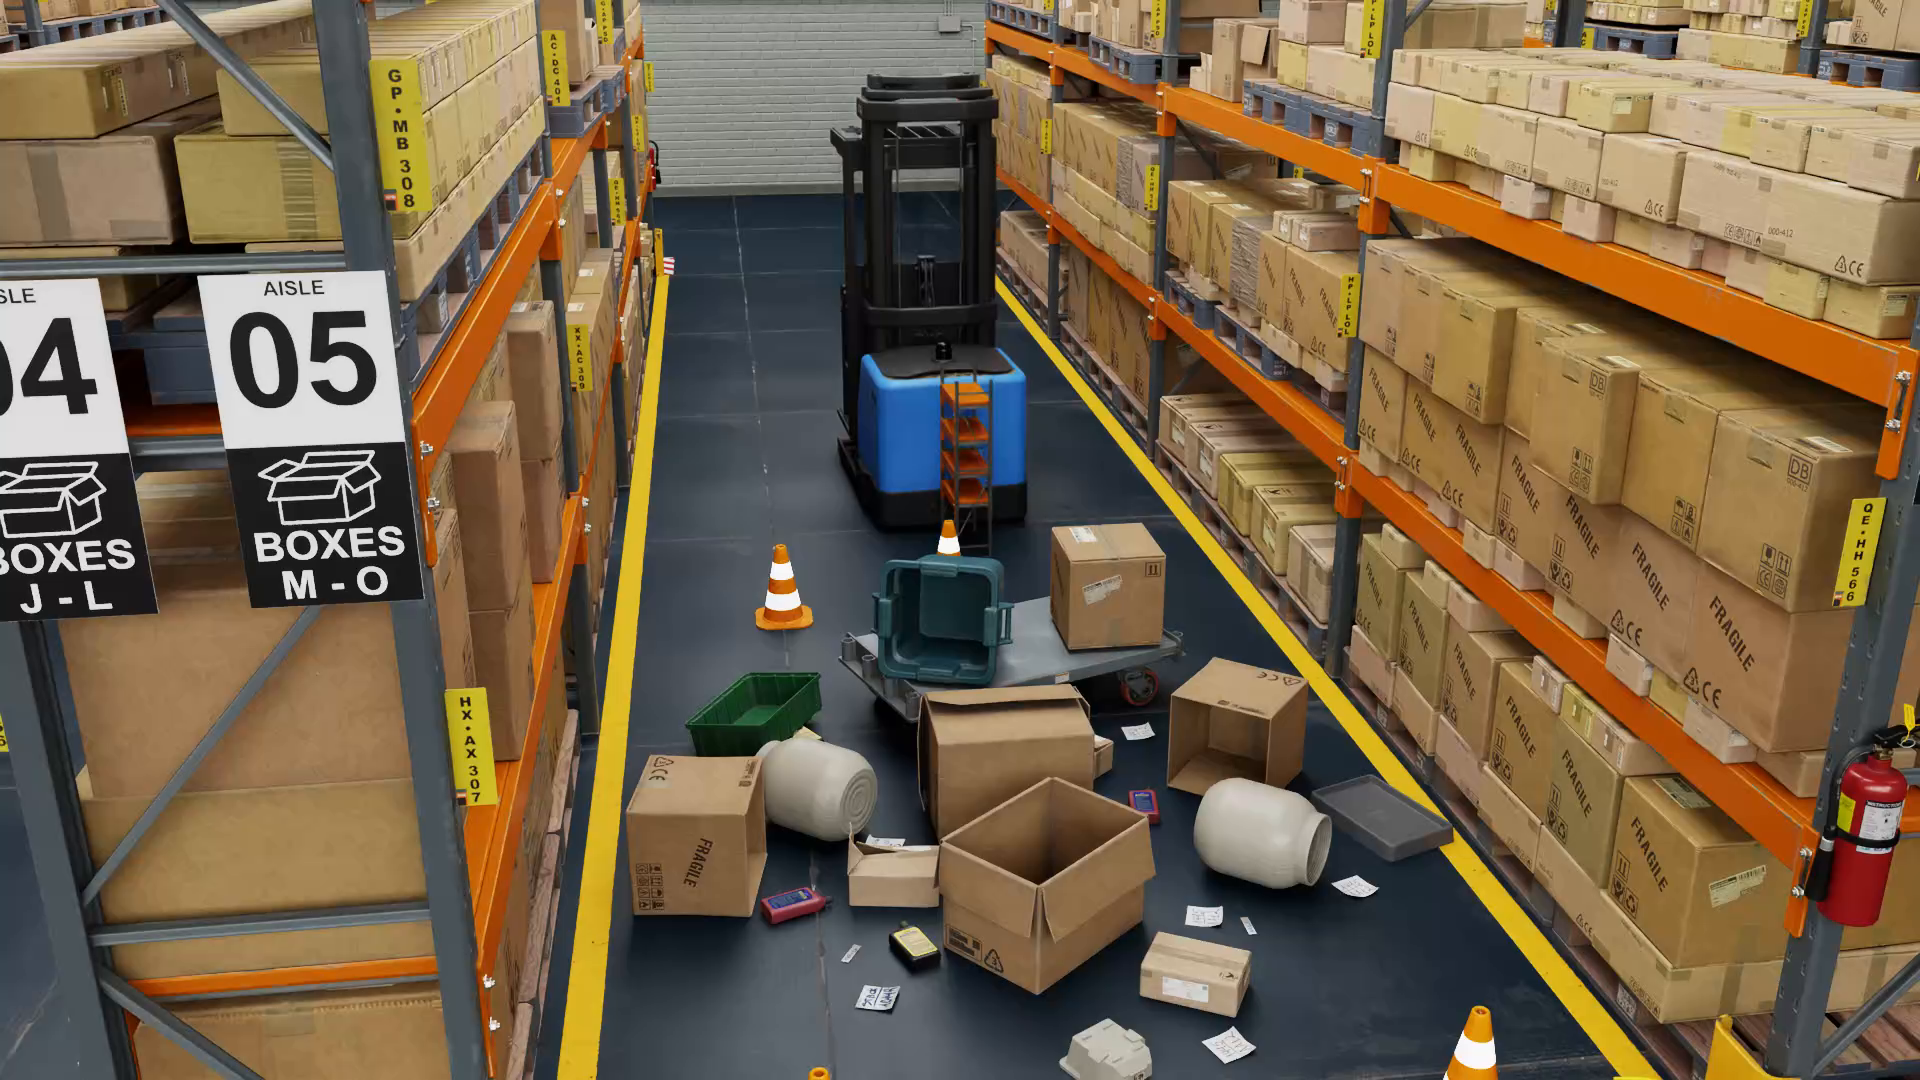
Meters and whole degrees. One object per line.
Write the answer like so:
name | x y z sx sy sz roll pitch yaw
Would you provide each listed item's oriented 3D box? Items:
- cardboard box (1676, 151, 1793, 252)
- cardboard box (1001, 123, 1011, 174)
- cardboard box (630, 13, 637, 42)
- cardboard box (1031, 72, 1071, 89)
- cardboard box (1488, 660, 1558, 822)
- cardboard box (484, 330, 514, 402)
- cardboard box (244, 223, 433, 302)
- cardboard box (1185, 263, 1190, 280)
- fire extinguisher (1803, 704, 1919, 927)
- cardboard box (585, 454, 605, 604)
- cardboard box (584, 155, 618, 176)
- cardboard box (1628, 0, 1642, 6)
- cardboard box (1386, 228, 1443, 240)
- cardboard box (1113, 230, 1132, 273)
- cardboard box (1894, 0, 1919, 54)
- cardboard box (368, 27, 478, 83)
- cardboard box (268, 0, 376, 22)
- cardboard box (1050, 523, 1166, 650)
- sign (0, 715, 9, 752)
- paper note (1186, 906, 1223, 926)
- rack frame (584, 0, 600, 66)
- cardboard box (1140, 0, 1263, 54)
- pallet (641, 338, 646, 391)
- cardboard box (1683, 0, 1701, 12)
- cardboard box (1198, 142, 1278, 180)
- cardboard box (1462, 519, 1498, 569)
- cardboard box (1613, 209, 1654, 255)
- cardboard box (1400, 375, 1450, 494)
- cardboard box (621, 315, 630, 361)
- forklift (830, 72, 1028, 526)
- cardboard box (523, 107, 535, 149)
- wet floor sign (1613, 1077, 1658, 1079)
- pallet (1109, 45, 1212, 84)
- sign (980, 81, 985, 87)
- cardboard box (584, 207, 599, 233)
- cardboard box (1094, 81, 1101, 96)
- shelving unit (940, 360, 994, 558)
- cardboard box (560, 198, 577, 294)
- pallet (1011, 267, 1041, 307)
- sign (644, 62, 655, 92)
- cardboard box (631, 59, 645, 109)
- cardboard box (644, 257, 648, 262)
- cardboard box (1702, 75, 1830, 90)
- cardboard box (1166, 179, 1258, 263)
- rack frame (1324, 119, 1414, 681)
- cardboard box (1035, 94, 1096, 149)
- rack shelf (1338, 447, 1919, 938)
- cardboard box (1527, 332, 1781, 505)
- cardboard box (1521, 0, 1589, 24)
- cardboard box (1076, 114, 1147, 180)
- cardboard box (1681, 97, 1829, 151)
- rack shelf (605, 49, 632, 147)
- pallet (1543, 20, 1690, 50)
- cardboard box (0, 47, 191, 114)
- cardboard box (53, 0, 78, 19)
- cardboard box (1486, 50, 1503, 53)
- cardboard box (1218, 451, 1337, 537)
cardboard box | 2.708 -1.107 5.395 0.500 0.250 0.500 -3 21 -8
cardboard box | 0.741 -4.349 18.431 0.500 0.500 0.500 -3 21 -8
cardboard box | -3.450 -5.027 16.316 0.500 0.250 0.500 -2 21 -5
cardboard box | 0.934 -4.714 17.050 0.380 0.149 0.250 -3 21 -8
cardboard box | 2.588 0.826 6.975 0.500 0.500 0.500 -3 21 -9
cardboard box | -2.199 -0.462 6.410 0.875 0.550 0.550 -3 21 -8
cardboard box | -1.510 -0.675 4.066 0.380 0.149 0.250 -3 21 -7
cardboard box | 1.823 -1.921 11.832 0.380 0.149 0.250 -4 21 -11
fire extinguisher | 2.666 0.805 4.884 0.296 0.674 0.183 -3 21 -8
cardboard box | -2.668 -0.082 9.763 1.050 0.750 0.750 -3 21 -8
cardboard box | -3.217 -3.300 14.672 0.380 0.149 0.250 -4 21 -9
cardboard box | 6.150 -4.803 14.691 0.380 0.149 0.250 -3 21 -7
cardboard box | 2.615 -1.584 10.002 0.500 0.500 0.500 -3 21 -8
cardboard box | 1.534 -2.332 13.386 0.500 0.250 0.500 -3 21 -7
cardboard box | 6.899 -3.578 11.337 0.700 0.500 0.500 -3 21 -9
cardboard box | -1.693 -1.486 5.096 0.380 0.149 0.250 -3 21 -8
cardboard box | -2.638 -2.156 6.890 0.380 0.149 0.250 -3 21 -7
cardboard box | 0.772 0.237 8.784 0.500 0.500 0.500 -3 21 -8
sign | -2.317 0.360 3.972 0.100 0.325 0.005 -3 21 -8
paper note | 1.026 1.574 6.975 0.148 0.019 0.142 4 21 11
rack frame | -2.931 -4.590 10.643 1.000 3.000 0.127 -3 21 -8
cardboard box | 1.749 -3.837 12.168 0.797 0.503 0.637 -4 21 -11
pallet | -3.394 -1.588 15.167 1.003 0.211 1.213 -3 21 -8
cardboard box | 6.335 -4.530 13.990 0.380 0.149 0.250 -3 21 -8
cardboard box | 2.124 -2.762 12.753 0.500 0.500 0.500 -4 21 -10
cardboard box | 2.432 0.007 7.268 0.380 0.149 0.250 -3 21 -7
cardboard box | 2.621 -1.136 6.042 0.380 0.149 0.250 -3 21 -9
cardboard box | 2.412 -0.526 7.770 0.500 0.500 0.500 -3 21 -8
cardboard box | -2.864 -1.583 13.067 0.500 0.250 0.500 -3 21 -8
forklift | -0.333 -1.946 12.237 1.130 2.935 3.031 -4 21 -11
cardboard box | -1.910 -1.639 6.645 0.380 0.149 0.250 -3 21 -7
wet floor sign | 2.075 1.929 5.130 0.267 0.644 0.232 4 21 11
pallet | 1.807 -3.601 12.553 1.213 0.211 1.003 -2 21 -5
sign | 0.250 -5.250 19.636 0.100 0.325 0.005 -3 21 -8
cardboard box | -2.807 -2.308 12.018 0.380 0.149 0.250 -3 21 -8
cardboard box | 1.535 -4.478 16.420 0.380 0.149 0.250 -3 21 -7
shelving unit | 0.040 -0.526 10.909 0.258 1.200 0.503 -4 21 -11
cardboard box | -2.726 -1.786 10.139 0.700 0.500 0.500 -3 21 -9
pallet | 1.165 -2.833 18.500 1.003 0.211 1.213 -3 21 -8
sign | -3.532 -5.261 18.907 0.100 0.325 0.005 -3 21 -8
cardboard box | -3.772 -5.058 18.474 0.500 0.500 0.500 -3 21 -9
cardboard box | -3.543 -2.933 17.831 0.380 0.149 0.250 -2 21 -5
cardboard box | 3.109 -1.709 6.438 0.380 0.149 0.250 -3 21 -7
cardboard box | 1.789 -2.279 11.863 0.500 0.500 0.500 -4 21 -9
rack frame | 2.529 -0.679 8.747 1.000 3.000 0.127 -3 21 -8
cardboard box | 1.035 -4.113 16.371 0.500 0.500 0.500 -3 21 -8
rack shelf | 2.818 0.351 7.019 1.077 0.370 4.000 -3 21 -8
cardboard box | 2.575 -0.461 6.167 0.700 0.500 0.500 -3 21 -8
cardboard box | 5.970 -5.329 16.700 0.500 0.250 0.500 -3 21 -8
cardboard box | 1.326 -3.449 14.591 0.500 0.500 0.500 -3 21 -9
cardboard box | 2.697 -1.411 5.640 0.380 0.149 0.250 -3 21 -8
rack shelf | -3.219 -3.540 13.148 1.077 0.370 4.000 -3 21 -8
pallet | 6.312 -4.788 15.731 1.213 0.211 1.003 -3 21 -8
cardboard box | -2.234 -1.189 4.301 0.380 0.149 0.250 -3 21 -7
cardboard box | -8.676 -5.099 15.408 0.700 0.500 0.500 -2 21 -5
cardboard box | 2.842 -2.433 8.771 0.500 0.250 0.500 -3 21 -9
cardboard box | 2.242 -0.316 10.929 0.950 0.372 0.625 -2 21 -6
